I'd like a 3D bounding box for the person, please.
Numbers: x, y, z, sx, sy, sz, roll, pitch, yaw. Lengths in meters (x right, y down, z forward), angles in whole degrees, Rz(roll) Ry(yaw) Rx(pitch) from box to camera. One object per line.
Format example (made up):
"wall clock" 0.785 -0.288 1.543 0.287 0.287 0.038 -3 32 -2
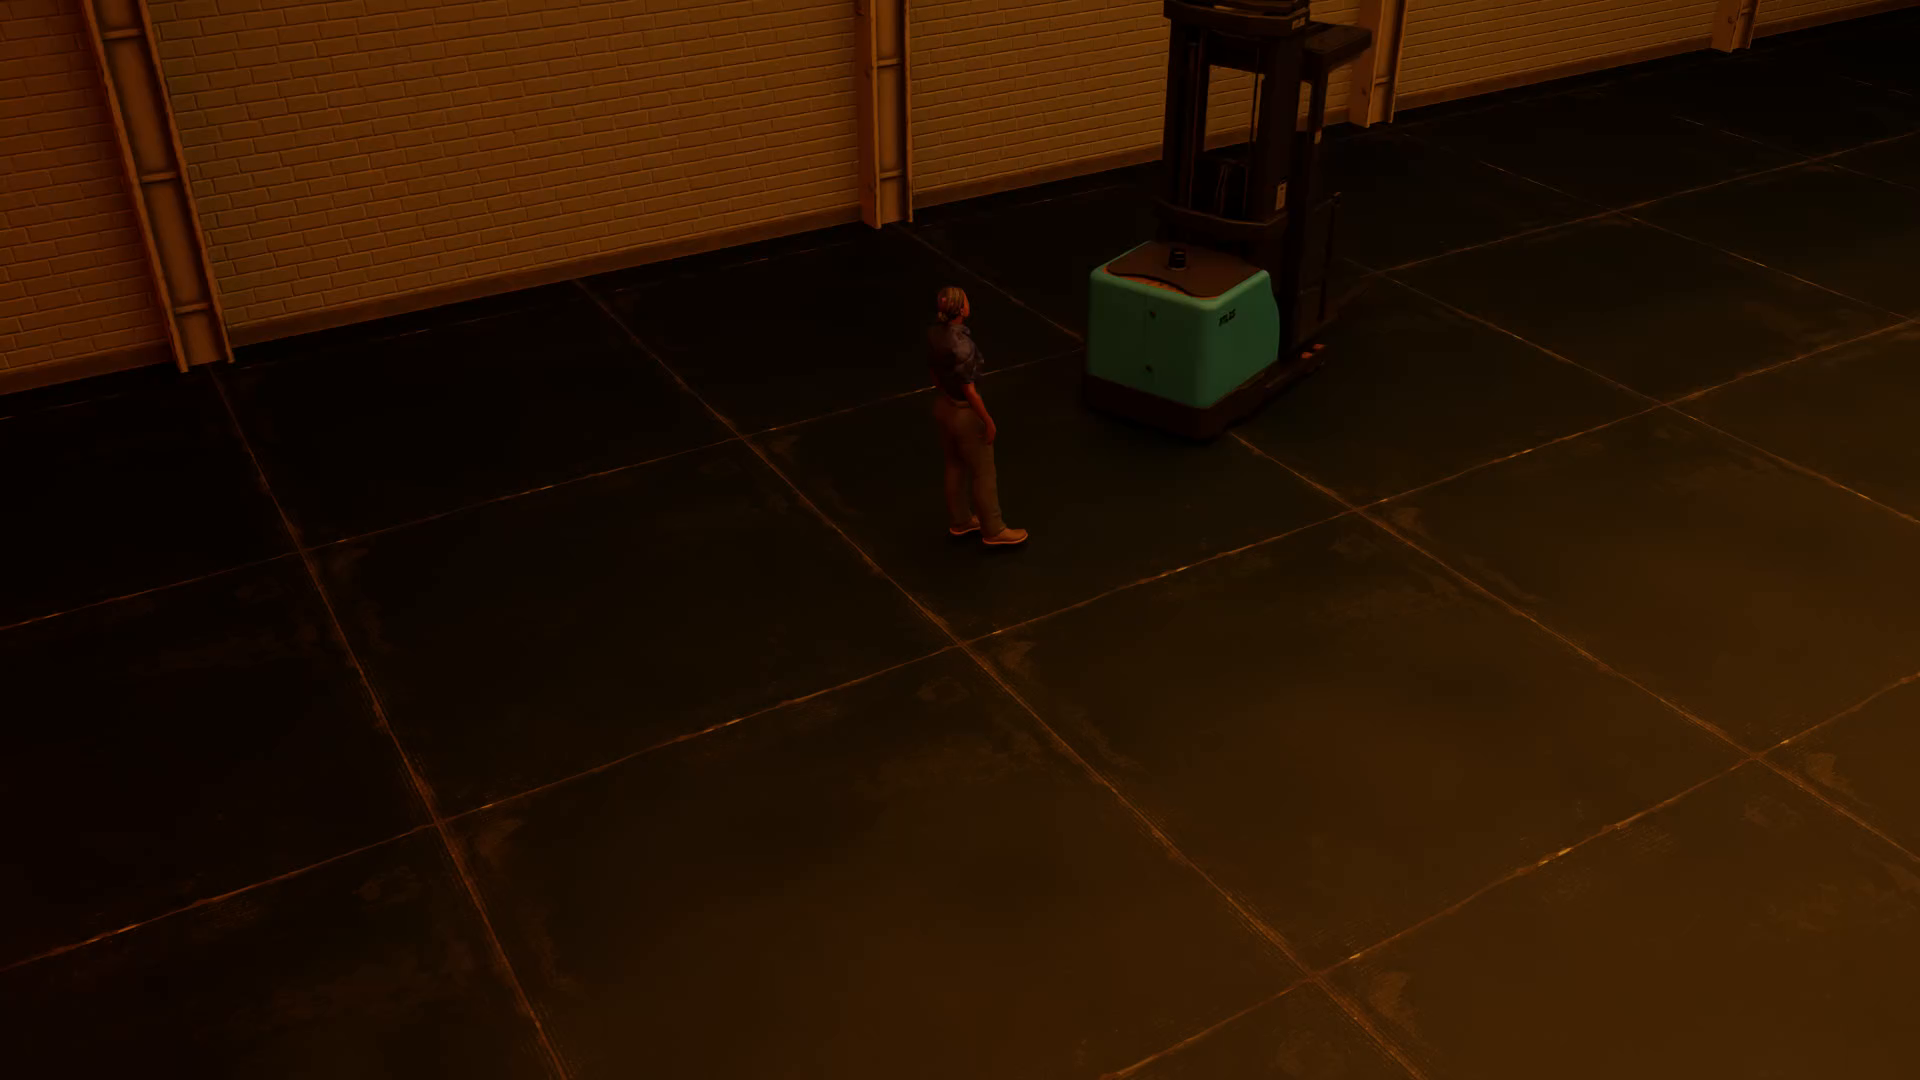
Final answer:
"person" 0.085 -0.765 10.074 0.503 1.656 0.569 -17 35 -26

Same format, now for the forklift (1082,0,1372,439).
"forklift" 2.178 -2.652 12.075 1.130 2.935 3.031 21 37 31
